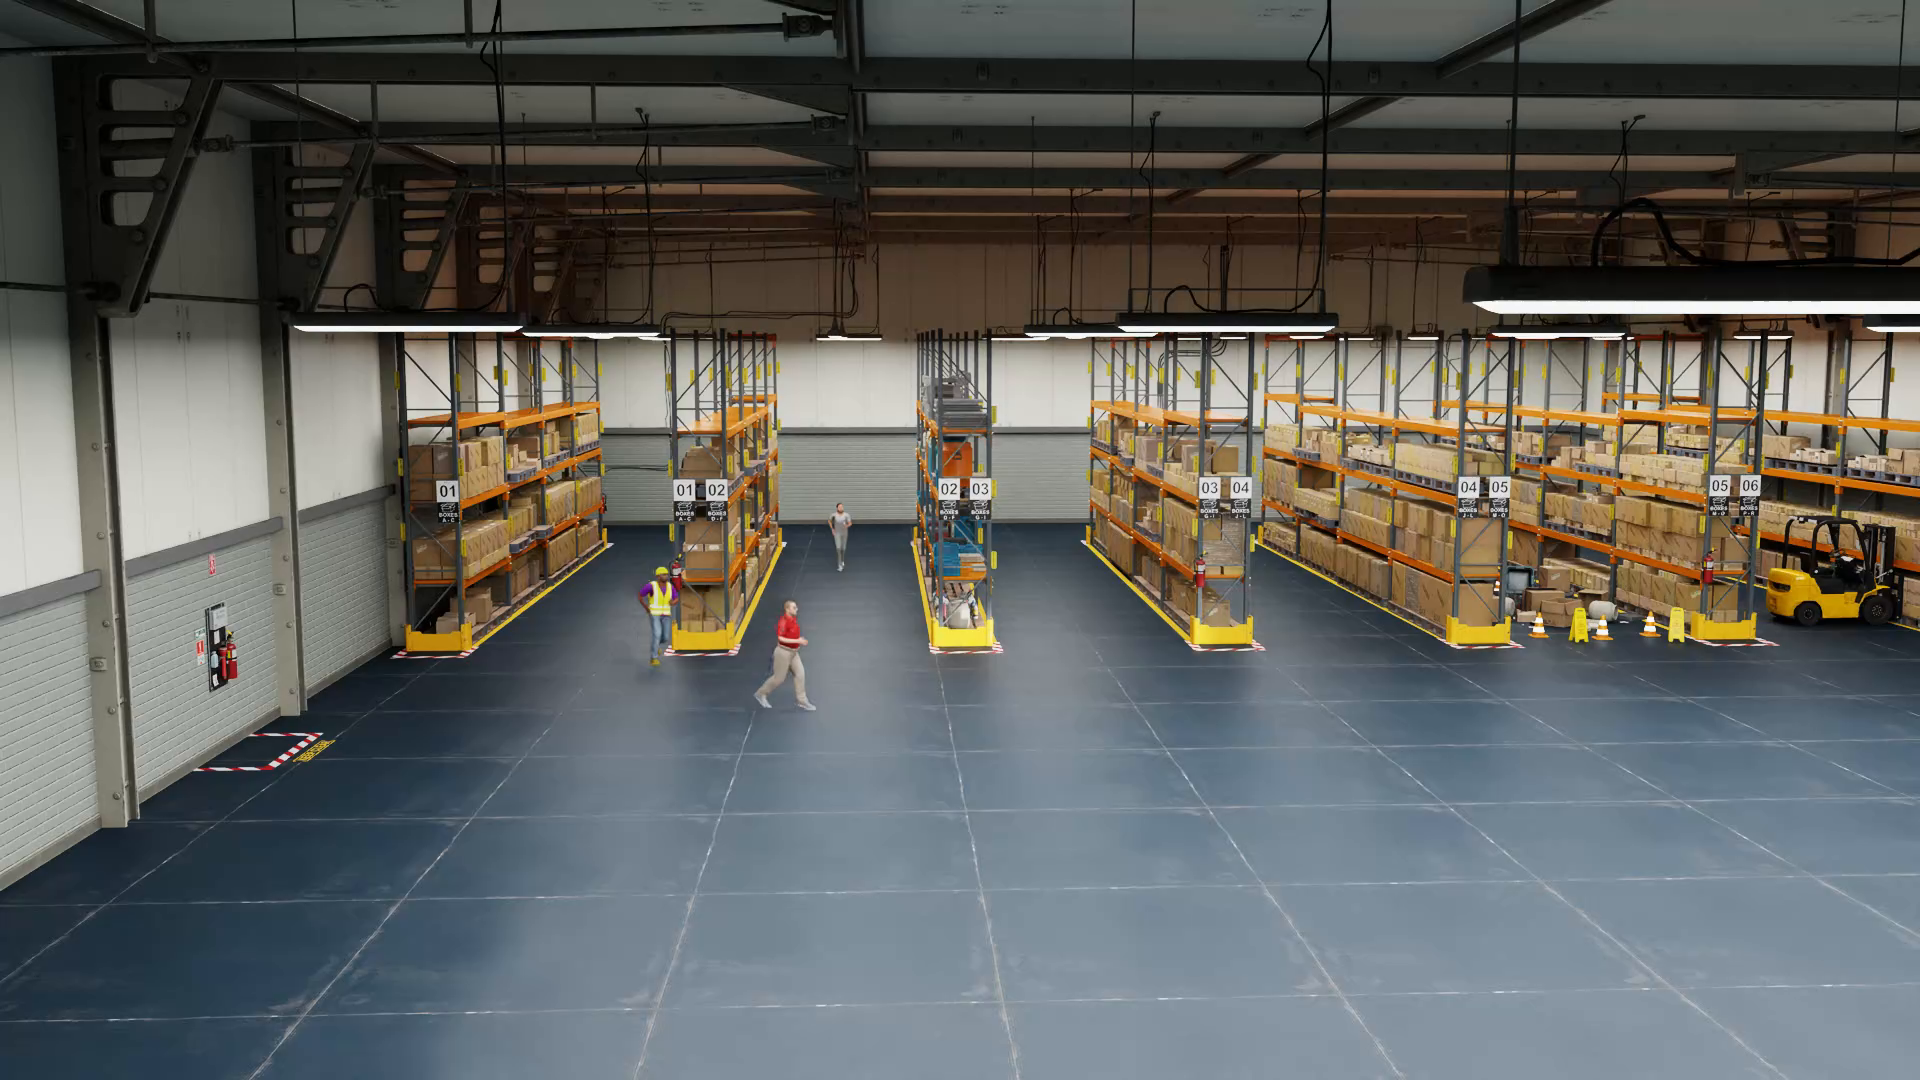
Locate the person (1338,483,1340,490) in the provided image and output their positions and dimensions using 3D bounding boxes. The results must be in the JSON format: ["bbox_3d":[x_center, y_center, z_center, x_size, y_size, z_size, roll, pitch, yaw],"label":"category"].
[{"bbox_3d":[10.865,-0.714,47.472,0.710,1.815,0.751,-1,7,-10],"label":"person"}]

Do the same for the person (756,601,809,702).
[{"bbox_3d":[-2.737,1.746,25.968,0.906,1.617,0.629,2,7,17],"label":"person"}]

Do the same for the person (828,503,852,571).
[{"bbox_3d":[-3.037,-0.108,42.289,0.571,1.695,0.837,-2,7,-13],"label":"person"}]

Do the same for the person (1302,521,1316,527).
[{"bbox_3d":[10.395,-0.846,49.643,0.735,1.501,0.588,-2,7,-17],"label":"person"}]

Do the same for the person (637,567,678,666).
[{"bbox_3d":[-5.417,1.350,30.074,0.731,1.729,0.856,-5,8,-36],"label":"person"}]
